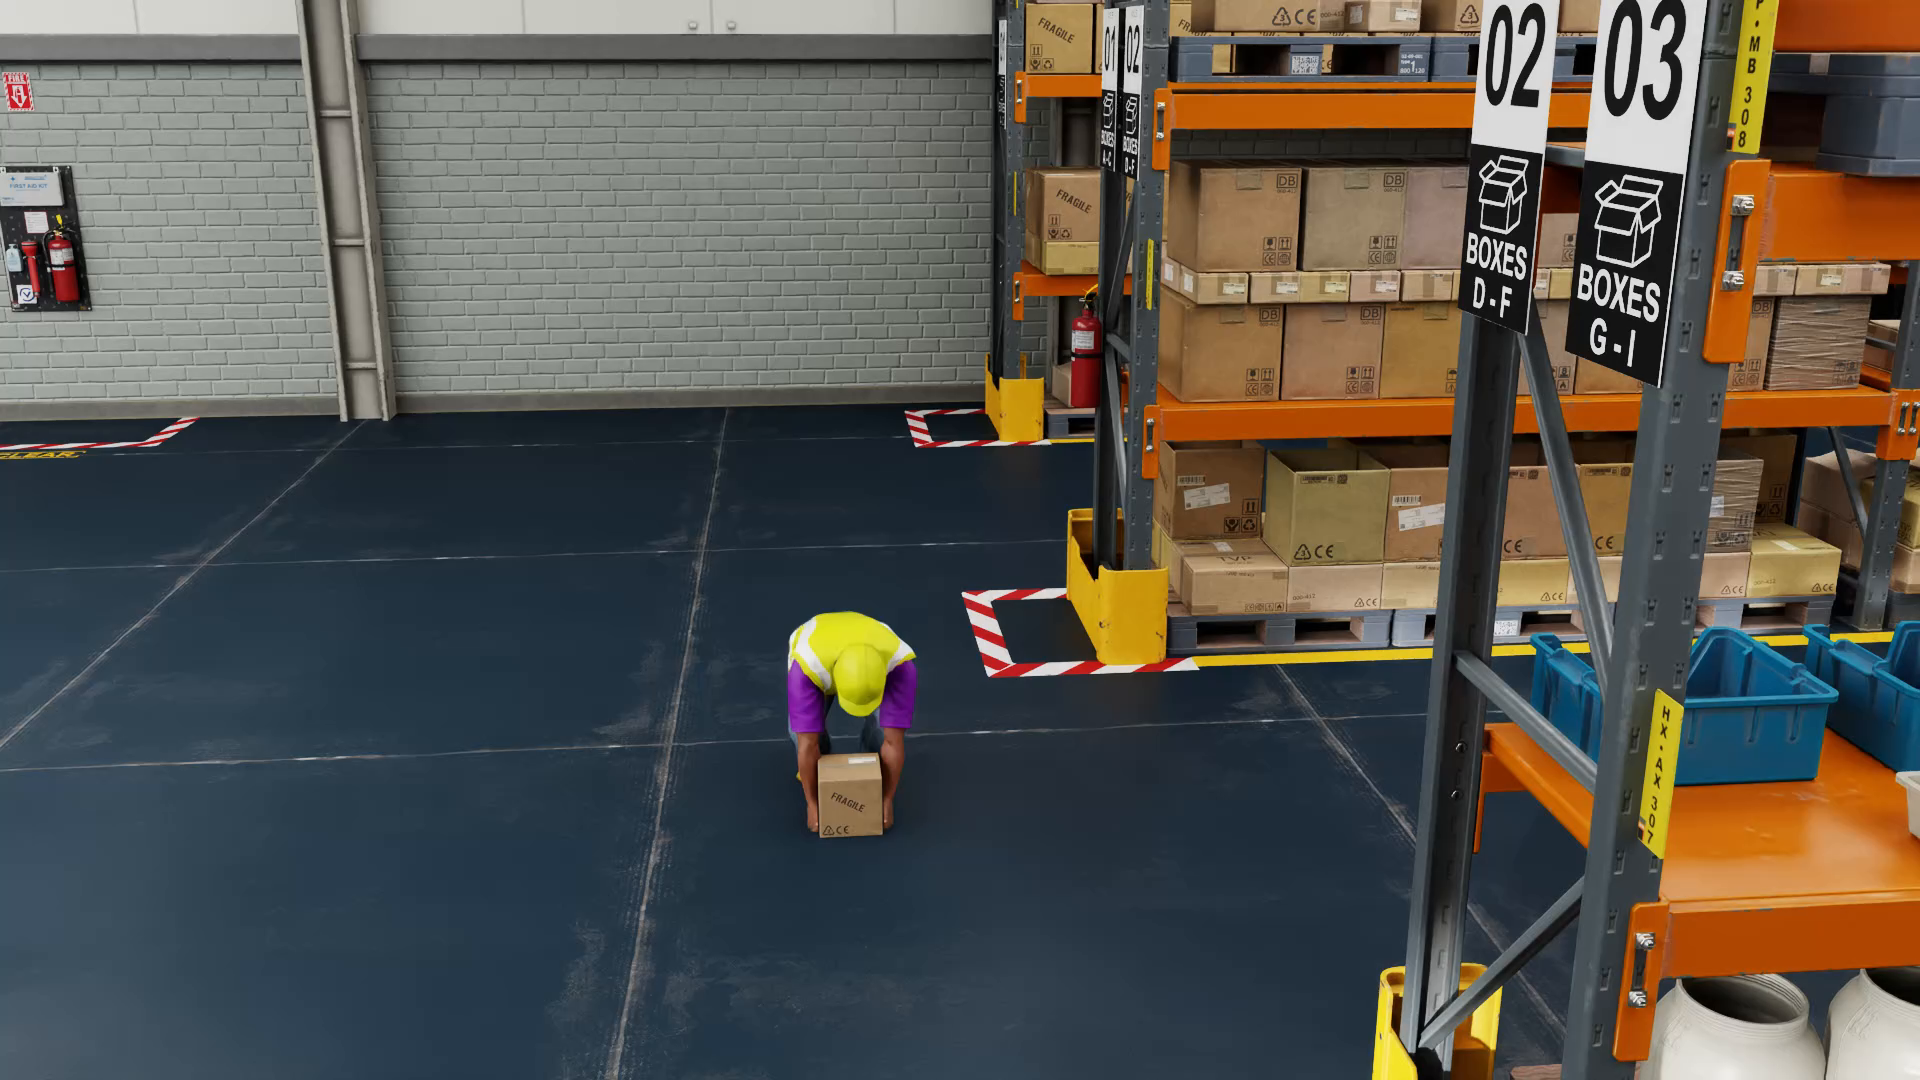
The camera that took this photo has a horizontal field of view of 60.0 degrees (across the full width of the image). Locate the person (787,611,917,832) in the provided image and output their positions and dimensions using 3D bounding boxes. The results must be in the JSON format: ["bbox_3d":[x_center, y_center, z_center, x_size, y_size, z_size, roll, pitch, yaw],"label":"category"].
[{"bbox_3d":[-0.453,0.697,6.934,0.529,0.827,0.955,-2,17,-7],"label":"person"}]
